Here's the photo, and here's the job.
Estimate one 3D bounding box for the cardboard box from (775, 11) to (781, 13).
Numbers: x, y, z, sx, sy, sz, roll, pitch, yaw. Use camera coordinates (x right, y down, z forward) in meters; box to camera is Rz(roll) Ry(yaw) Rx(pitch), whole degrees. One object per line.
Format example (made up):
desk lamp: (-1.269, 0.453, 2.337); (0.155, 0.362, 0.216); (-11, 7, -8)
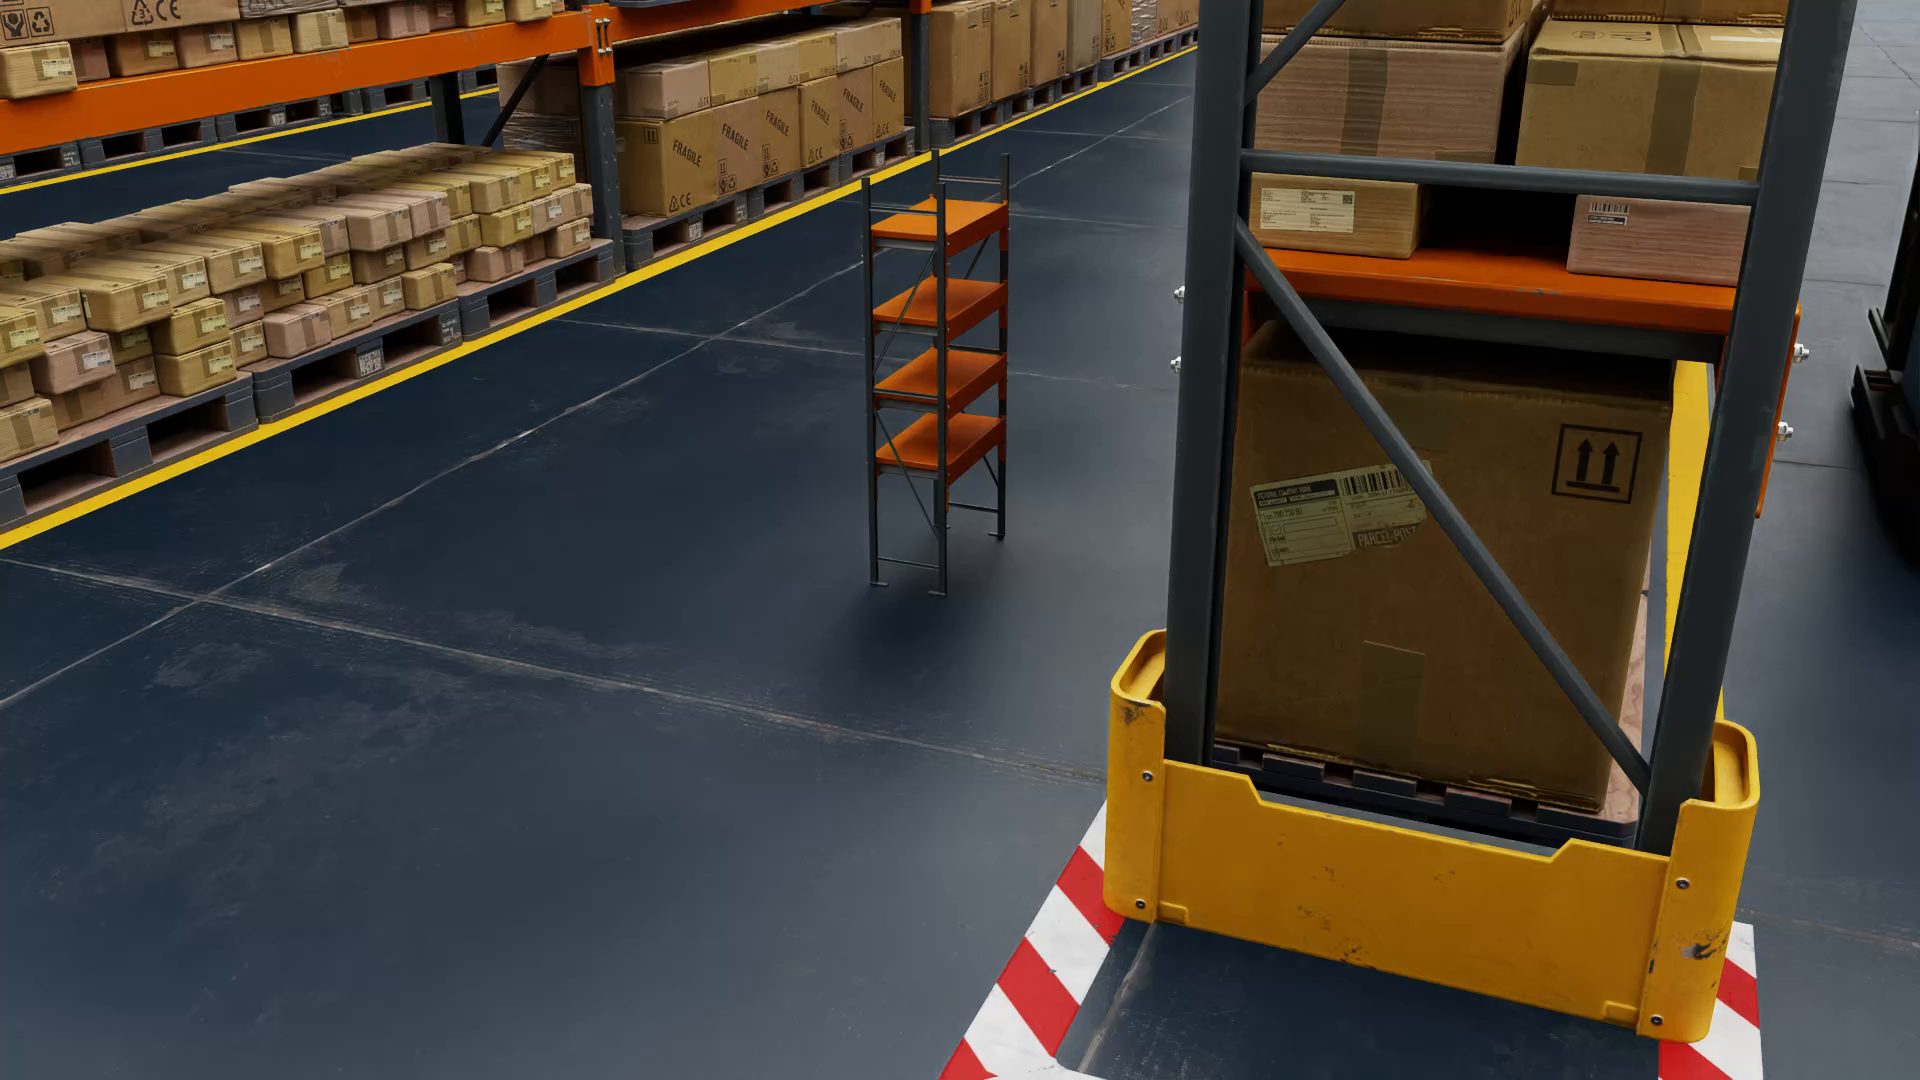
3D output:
cardboard box: (-2.189, -5.358, 17.425); (0.500, 0.500, 0.500); (-12, 25, -26)

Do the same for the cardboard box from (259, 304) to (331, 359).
cardboard box: (-2.699, -0.827, 6.493); (0.380, 0.149, 0.250); (8, 24, 17)

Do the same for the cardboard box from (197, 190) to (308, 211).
cardboard box: (-2.985, -1.372, 7.026); (0.380, 0.149, 0.250); (8, 24, 18)

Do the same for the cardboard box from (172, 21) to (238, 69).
cardboard box: (-2.834, -1.783, 5.954); (0.380, 0.149, 0.250); (8, 24, 19)

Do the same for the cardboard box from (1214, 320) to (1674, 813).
cardboard box: (1.056, -0.062, 3.719); (0.875, 0.875, 0.875); (9, 24, 20)

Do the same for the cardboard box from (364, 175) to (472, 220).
cardboard box: (-2.392, -1.505, 7.344); (0.380, 0.149, 0.250); (10, 25, 22)

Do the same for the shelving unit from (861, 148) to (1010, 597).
shelving unit: (-0.061, -0.494, 4.877); (0.258, 1.200, 0.503); (9, 24, 20)

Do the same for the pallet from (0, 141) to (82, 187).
pallet: (-6.605, -2.459, 10.862); (1.003, 0.211, 1.213); (9, 24, 20)

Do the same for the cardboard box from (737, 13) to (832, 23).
cardboard box: (-1.184, -3.392, 11.203); (0.500, 0.250, 0.500); (8, 24, 18)

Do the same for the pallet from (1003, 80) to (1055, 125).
pallet: (0.115, -3.637, 13.684); (1.003, 0.211, 1.213); (9, 24, 20)

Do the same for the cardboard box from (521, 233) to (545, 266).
cardboard box: (-2.192, -1.394, 7.850); (0.380, 0.149, 0.250); (9, 24, 22)

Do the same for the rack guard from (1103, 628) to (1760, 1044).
rack guard: (0.884, 0.554, 3.276); (1.175, 0.500, 0.348); (9, 24, 20)

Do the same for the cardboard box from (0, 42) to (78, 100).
cardboard box: (-3.044, -1.493, 5.259); (0.380, 0.149, 0.250); (8, 24, 19)

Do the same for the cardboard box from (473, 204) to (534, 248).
cardboard box: (-2.183, -1.446, 7.589); (0.380, 0.149, 0.250); (8, 24, 18)

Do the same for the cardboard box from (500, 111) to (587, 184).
cardboard box: (-2.148, -2.127, 9.149); (0.500, 0.500, 0.500); (8, 24, 19)

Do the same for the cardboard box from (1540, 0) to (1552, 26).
cardboard box: (1.204, -1.251, 4.163); (0.500, 0.250, 0.500); (8, 24, 18)

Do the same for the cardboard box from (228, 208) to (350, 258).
cardboard box: (-2.689, -1.224, 6.670); (0.380, 0.149, 0.250); (9, 24, 20)

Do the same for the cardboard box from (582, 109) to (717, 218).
cardboard box: (-1.668, -2.053, 8.971); (0.500, 0.500, 0.500); (10, 25, 22)

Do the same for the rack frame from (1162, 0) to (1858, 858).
rack frame: (0.893, -0.608, 2.815); (1.000, 3.000, 0.127); (9, 24, 20)

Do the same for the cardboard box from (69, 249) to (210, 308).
cardboard box: (-2.946, -0.935, 5.978); (0.380, 0.149, 0.250); (8, 24, 17)

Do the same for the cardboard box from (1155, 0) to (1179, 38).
cardboard box: (1.753, -5.726, 17.279); (0.875, 0.875, 0.875); (8, 24, 19)

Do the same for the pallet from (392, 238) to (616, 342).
pallet: (-2.405, -1.254, 7.978); (1.003, 0.211, 1.213); (9, 24, 20)

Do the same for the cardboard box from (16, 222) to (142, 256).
cardboard box: (-3.385, -1.113, 6.406); (0.380, 0.149, 0.250); (10, 25, 22)

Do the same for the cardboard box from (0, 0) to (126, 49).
cardboard box: (-3.076, -1.854, 5.282); (0.500, 0.500, 0.500); (9, 24, 20)

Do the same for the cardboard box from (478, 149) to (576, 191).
cardboard box: (-2.079, -1.774, 7.988); (0.380, 0.149, 0.250); (9, 24, 22)

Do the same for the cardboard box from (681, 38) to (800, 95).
cardboard box: (-1.280, -2.772, 9.719); (0.500, 0.250, 0.500); (10, 25, 22)

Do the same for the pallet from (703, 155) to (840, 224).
pallet: (-1.449, -2.216, 10.282); (1.003, 0.211, 1.213); (9, 24, 20)

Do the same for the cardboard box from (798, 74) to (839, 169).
cardboard box: (-1.082, -2.608, 10.300); (0.500, 0.500, 0.500); (8, 24, 18)

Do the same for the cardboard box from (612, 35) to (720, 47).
cardboard box: (-1.760, -2.848, 9.903); (0.500, 0.250, 0.500); (8, 24, 18)

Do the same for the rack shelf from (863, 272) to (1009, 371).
rack shelf: (-0.061, -0.639, 4.817); (0.258, 0.148, 0.480); (9, 24, 20)

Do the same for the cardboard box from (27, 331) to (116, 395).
cardboard box: (-3.087, -0.611, 5.589); (0.380, 0.149, 0.250); (9, 24, 20)

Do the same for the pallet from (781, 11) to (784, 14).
pallet: (-2.728, -6.153, 19.707); (1.003, 0.211, 1.213); (9, 24, 20)

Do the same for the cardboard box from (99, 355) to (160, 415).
cardboard box: (-3.076, -0.570, 5.876); (0.380, 0.149, 0.250); (9, 24, 21)

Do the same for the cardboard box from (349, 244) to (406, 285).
cardboard box: (-2.562, -1.184, 6.960); (0.380, 0.149, 0.250); (8, 24, 18)

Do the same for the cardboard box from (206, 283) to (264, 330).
cardboard box: (-2.872, -0.896, 6.271); (0.380, 0.149, 0.250); (8, 24, 18)

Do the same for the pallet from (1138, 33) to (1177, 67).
pallet: (1.590, -5.061, 17.093); (1.003, 0.211, 1.213); (9, 24, 20)

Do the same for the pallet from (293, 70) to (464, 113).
pallet: (-5.045, -3.883, 14.271); (1.003, 0.211, 1.213); (9, 24, 20)

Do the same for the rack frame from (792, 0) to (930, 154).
rack frame: (-0.703, -4.217, 11.455); (1.000, 3.000, 0.127); (9, 24, 20)

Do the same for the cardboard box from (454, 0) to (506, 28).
cardboard box: (-2.227, -2.339, 7.285); (0.380, 0.149, 0.250); (10, 25, 22)

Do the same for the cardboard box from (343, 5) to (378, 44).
cardboard box: (-2.563, -2.066, 6.630); (0.380, 0.149, 0.250); (8, 24, 19)

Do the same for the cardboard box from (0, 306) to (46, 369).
cardboard box: (-3.164, -0.646, 5.287); (0.380, 0.149, 0.250); (8, 24, 18)

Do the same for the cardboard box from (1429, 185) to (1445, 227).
cardboard box: (0.815, -0.760, 3.504); (0.380, 0.149, 0.250); (9, 24, 21)

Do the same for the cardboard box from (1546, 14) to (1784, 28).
cardboard box: (1.509, -0.996, 3.552); (0.500, 0.250, 0.500); (8, 24, 19)

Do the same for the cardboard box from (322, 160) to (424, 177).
cardboard box: (-2.715, -1.658, 7.709); (0.380, 0.149, 0.250); (8, 24, 19)

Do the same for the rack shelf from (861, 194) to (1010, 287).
rack shelf: (-0.062, -0.857, 4.725); (0.258, 0.148, 0.480); (9, 24, 20)

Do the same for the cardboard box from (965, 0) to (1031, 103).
cardboard box: (-0.072, -3.891, 13.049); (1.050, 0.750, 0.750); (9, 24, 21)

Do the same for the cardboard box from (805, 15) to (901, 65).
cardboard box: (-0.714, -3.322, 11.035); (0.500, 0.250, 0.500); (8, 24, 19)

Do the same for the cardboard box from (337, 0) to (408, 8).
cardboard box: (-2.486, -2.392, 6.570); (0.500, 0.500, 0.500); (9, 24, 20)

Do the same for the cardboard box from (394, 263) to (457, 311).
cardboard box: (-2.402, -1.105, 7.157); (0.380, 0.149, 0.250); (9, 24, 20)

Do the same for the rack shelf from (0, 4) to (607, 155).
rack shelf: (-2.932, -1.738, 6.453); (1.077, 0.370, 4.000); (9, 24, 20)

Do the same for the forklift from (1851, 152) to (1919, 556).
forklift: (3.882, -1.687, 5.485); (1.130, 2.935, 3.031); (9, 24, 21)
